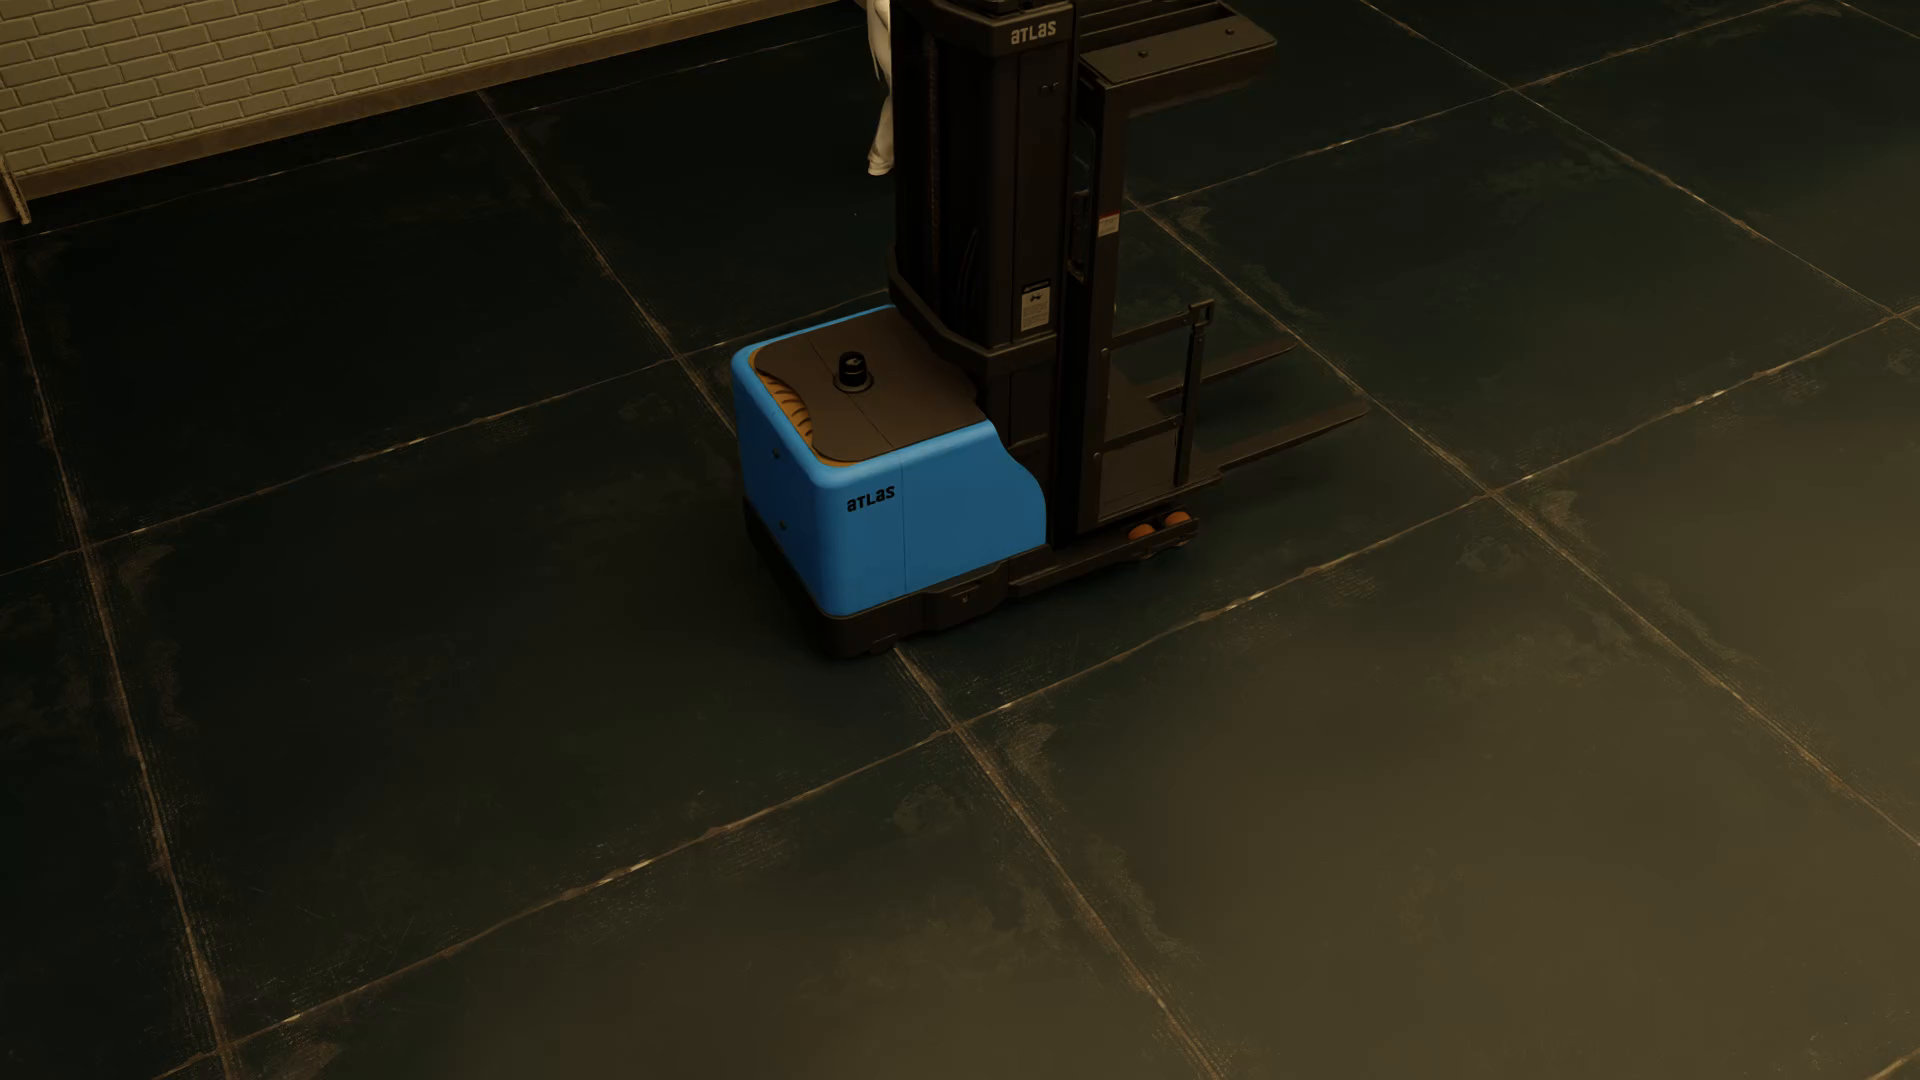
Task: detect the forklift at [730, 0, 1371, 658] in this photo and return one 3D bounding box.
[{"bbox_3d":[0.541,-1.282,7.080,3.031,2.935,1.130,-20,46,-20],"label":"forklift"}]

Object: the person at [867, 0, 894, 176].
[{"bbox_3d":[-0.297,-2.952,9.746,0.557,1.759,0.799,-11,44,-11],"label":"person"}]
